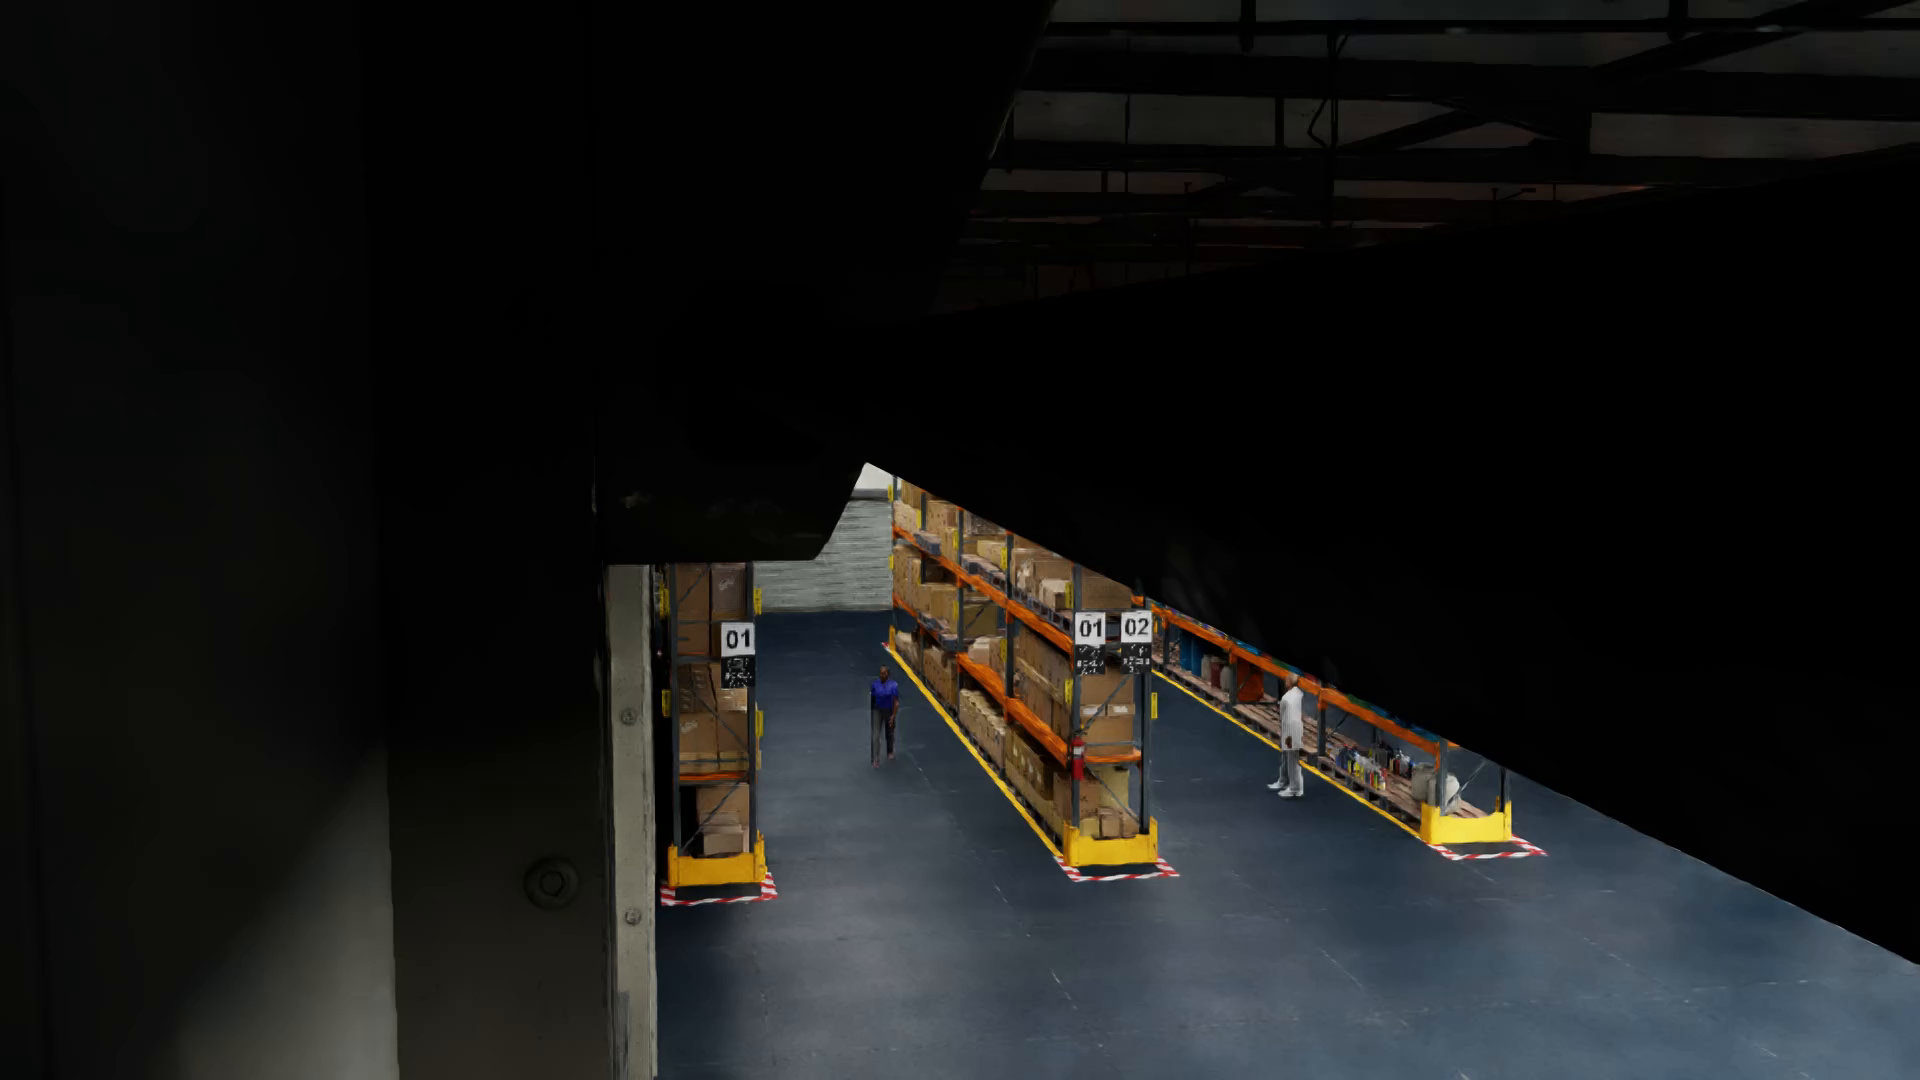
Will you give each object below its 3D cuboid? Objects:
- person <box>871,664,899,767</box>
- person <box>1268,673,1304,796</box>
[{"bbox_3d":[-1.179,2.717,26.015,0.443,1.587,1.000,0,6,-2],"label":"person"},{"bbox_3d":[4.772,2.813,24.236,0.556,1.781,0.631,2,7,20],"label":"person"}]
